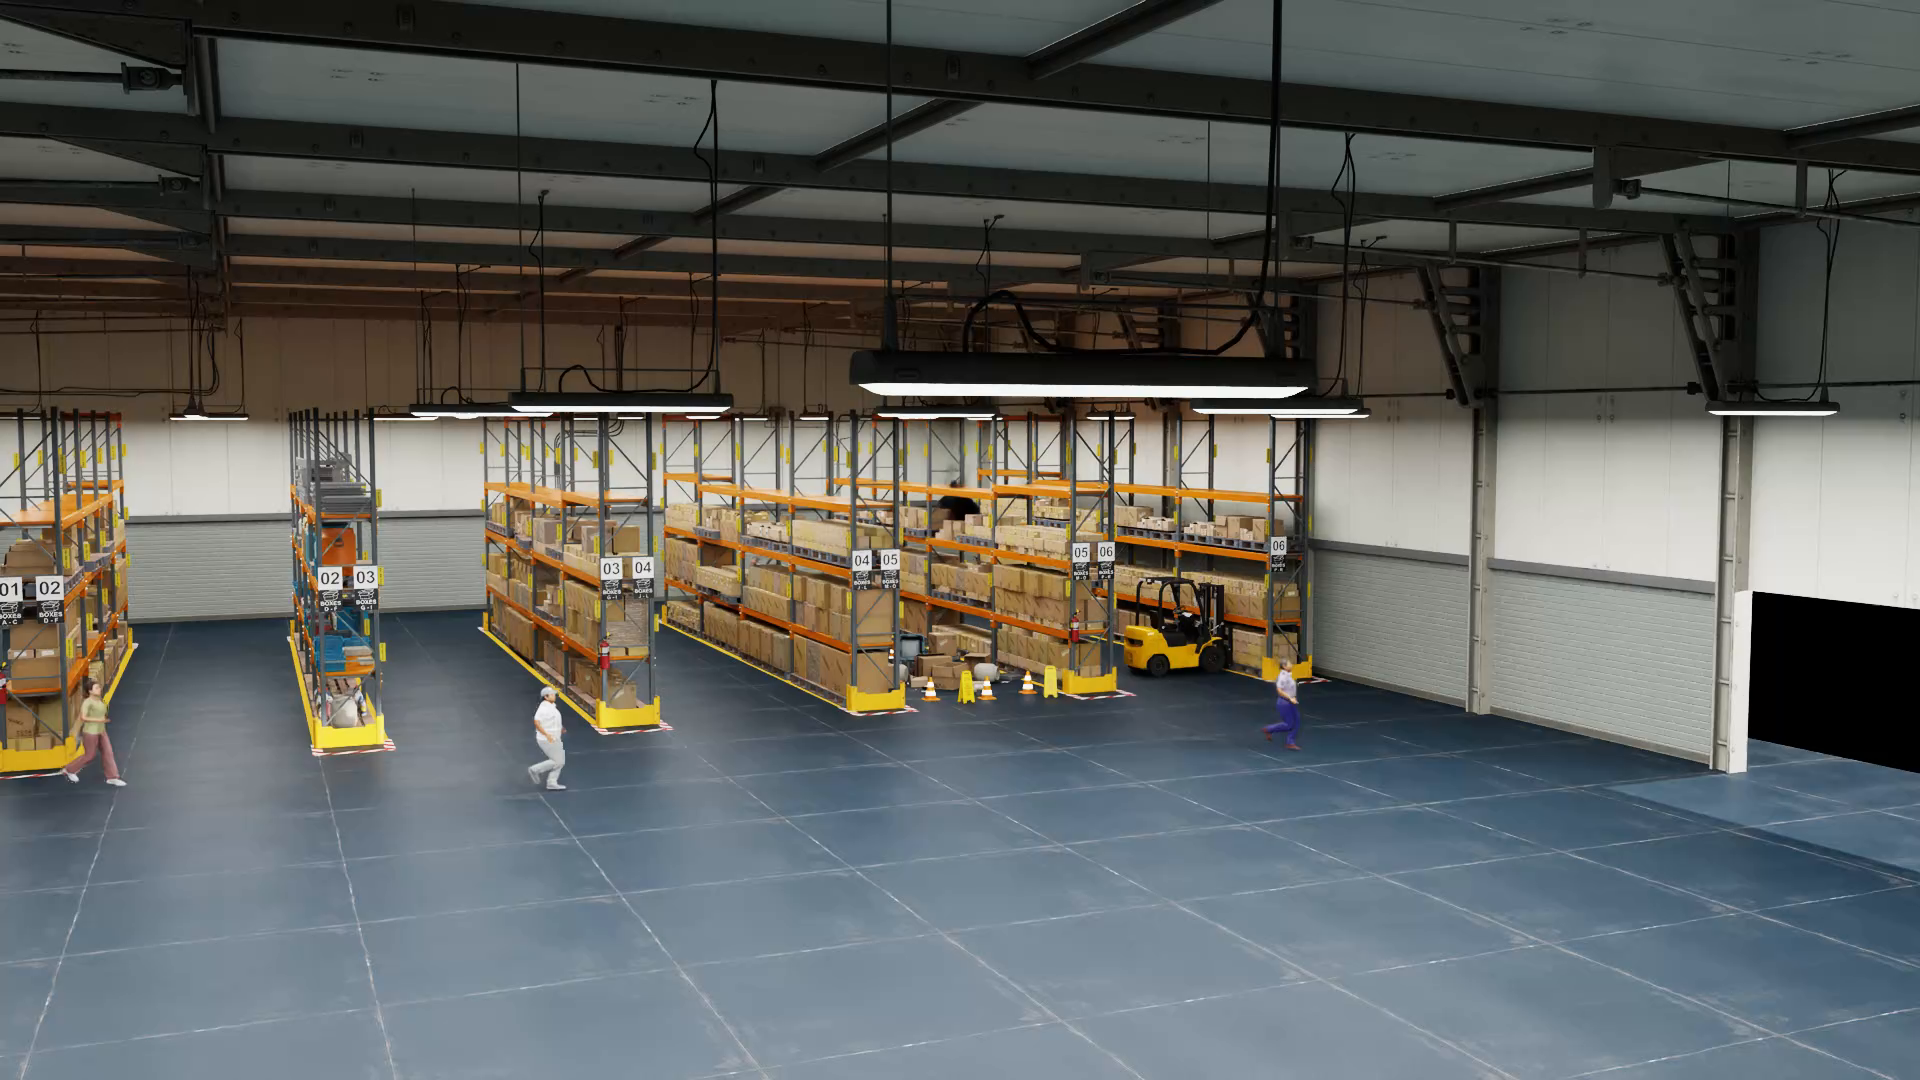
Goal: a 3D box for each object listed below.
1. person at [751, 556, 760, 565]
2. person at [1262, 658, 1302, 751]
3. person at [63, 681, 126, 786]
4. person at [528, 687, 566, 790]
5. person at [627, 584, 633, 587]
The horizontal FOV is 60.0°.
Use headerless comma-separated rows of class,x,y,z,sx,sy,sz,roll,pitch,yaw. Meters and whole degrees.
person,-6.102,1.338,50.325,0.673,1.768,0.661,-2,4,-21
person,5.676,2.897,29.225,0.685,1.601,0.608,1,4,16
person,-13.623,3.044,26.128,0.964,1.673,0.595,0,4,2
person,-6.443,3.096,25.946,0.566,1.620,0.622,0,4,-3
person,-9.597,1.500,48.201,0.824,1.771,0.941,2,4,26
